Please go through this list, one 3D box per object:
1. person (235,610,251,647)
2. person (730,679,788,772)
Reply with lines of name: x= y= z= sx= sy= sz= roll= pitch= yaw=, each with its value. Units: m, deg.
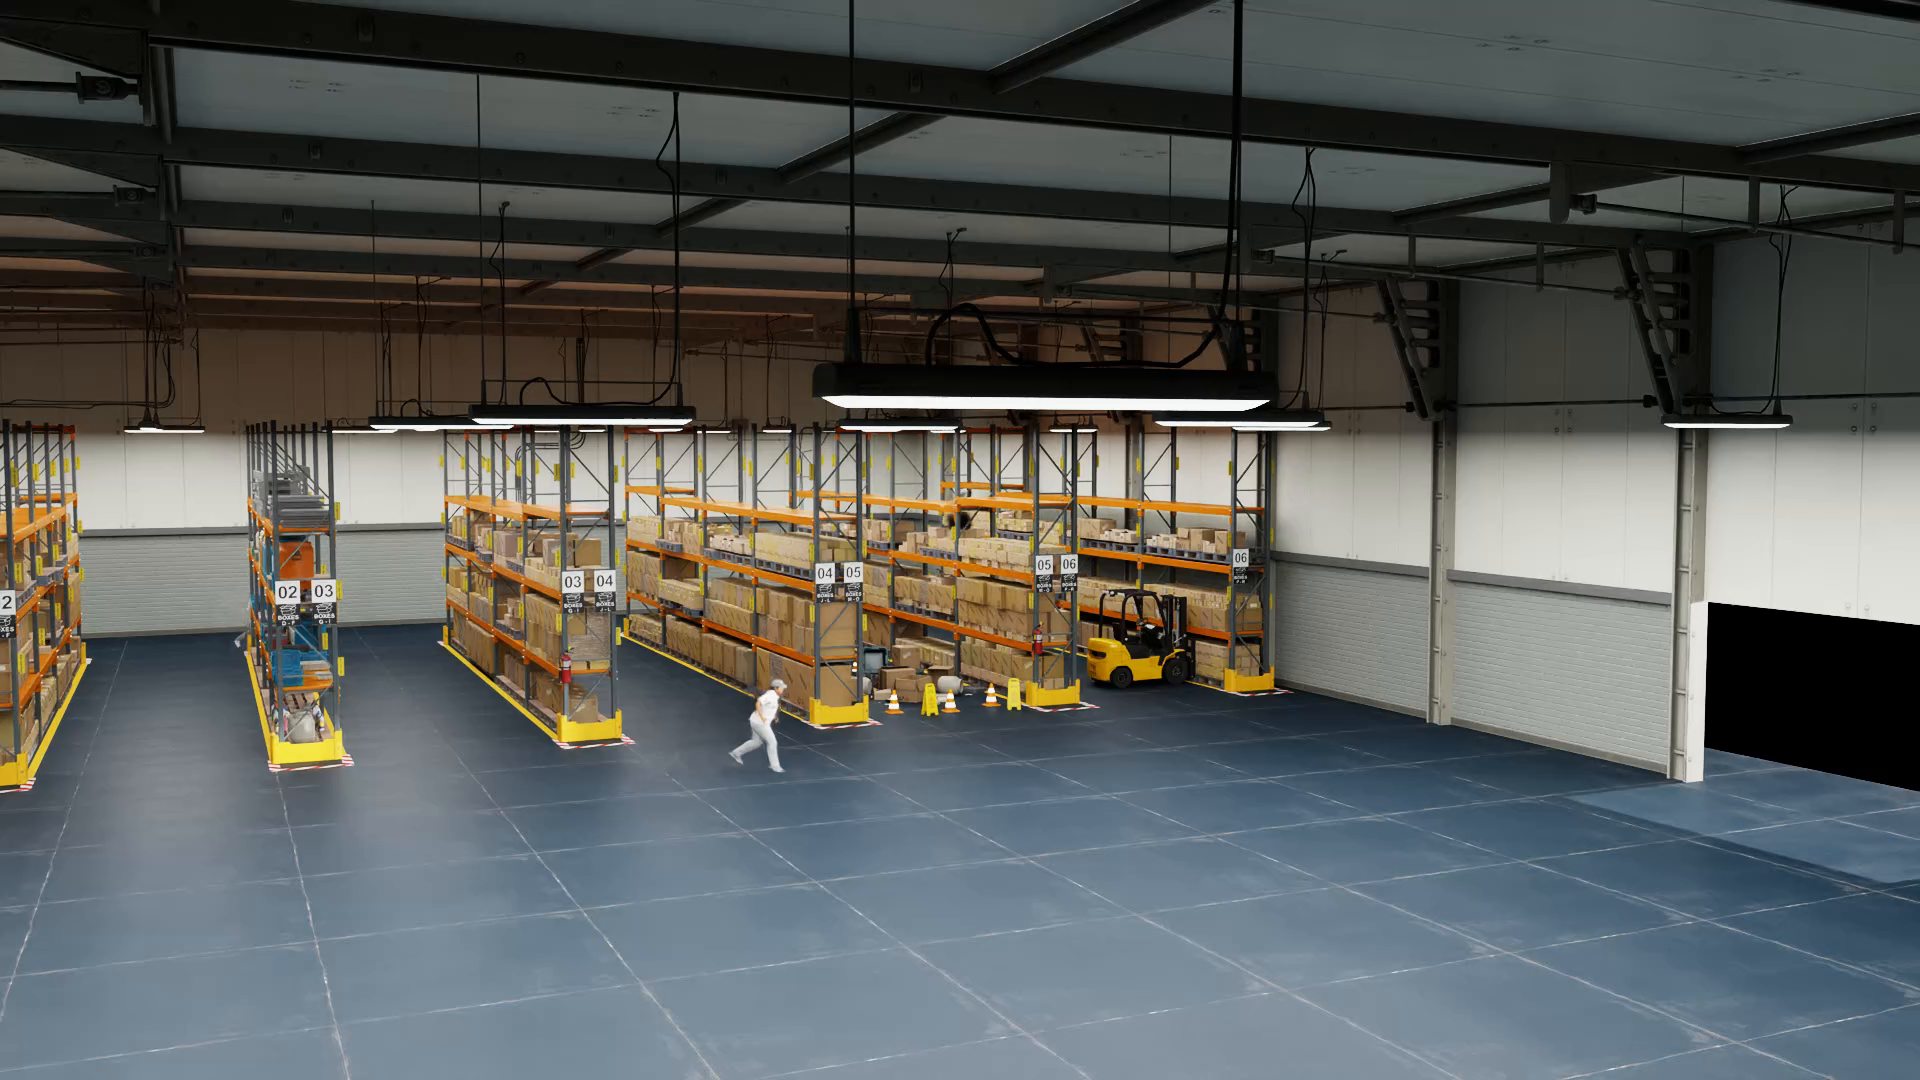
person: x=-19.019 y=2.207 z=44.716 sx=0.998 sy=1.432 sz=0.516 roll=1 pitch=4 yaw=10
person: x=-3.442 y=3.182 z=28.361 sx=1.021 sy=1.630 sz=0.640 roll=0 pitch=4 yaw=7
